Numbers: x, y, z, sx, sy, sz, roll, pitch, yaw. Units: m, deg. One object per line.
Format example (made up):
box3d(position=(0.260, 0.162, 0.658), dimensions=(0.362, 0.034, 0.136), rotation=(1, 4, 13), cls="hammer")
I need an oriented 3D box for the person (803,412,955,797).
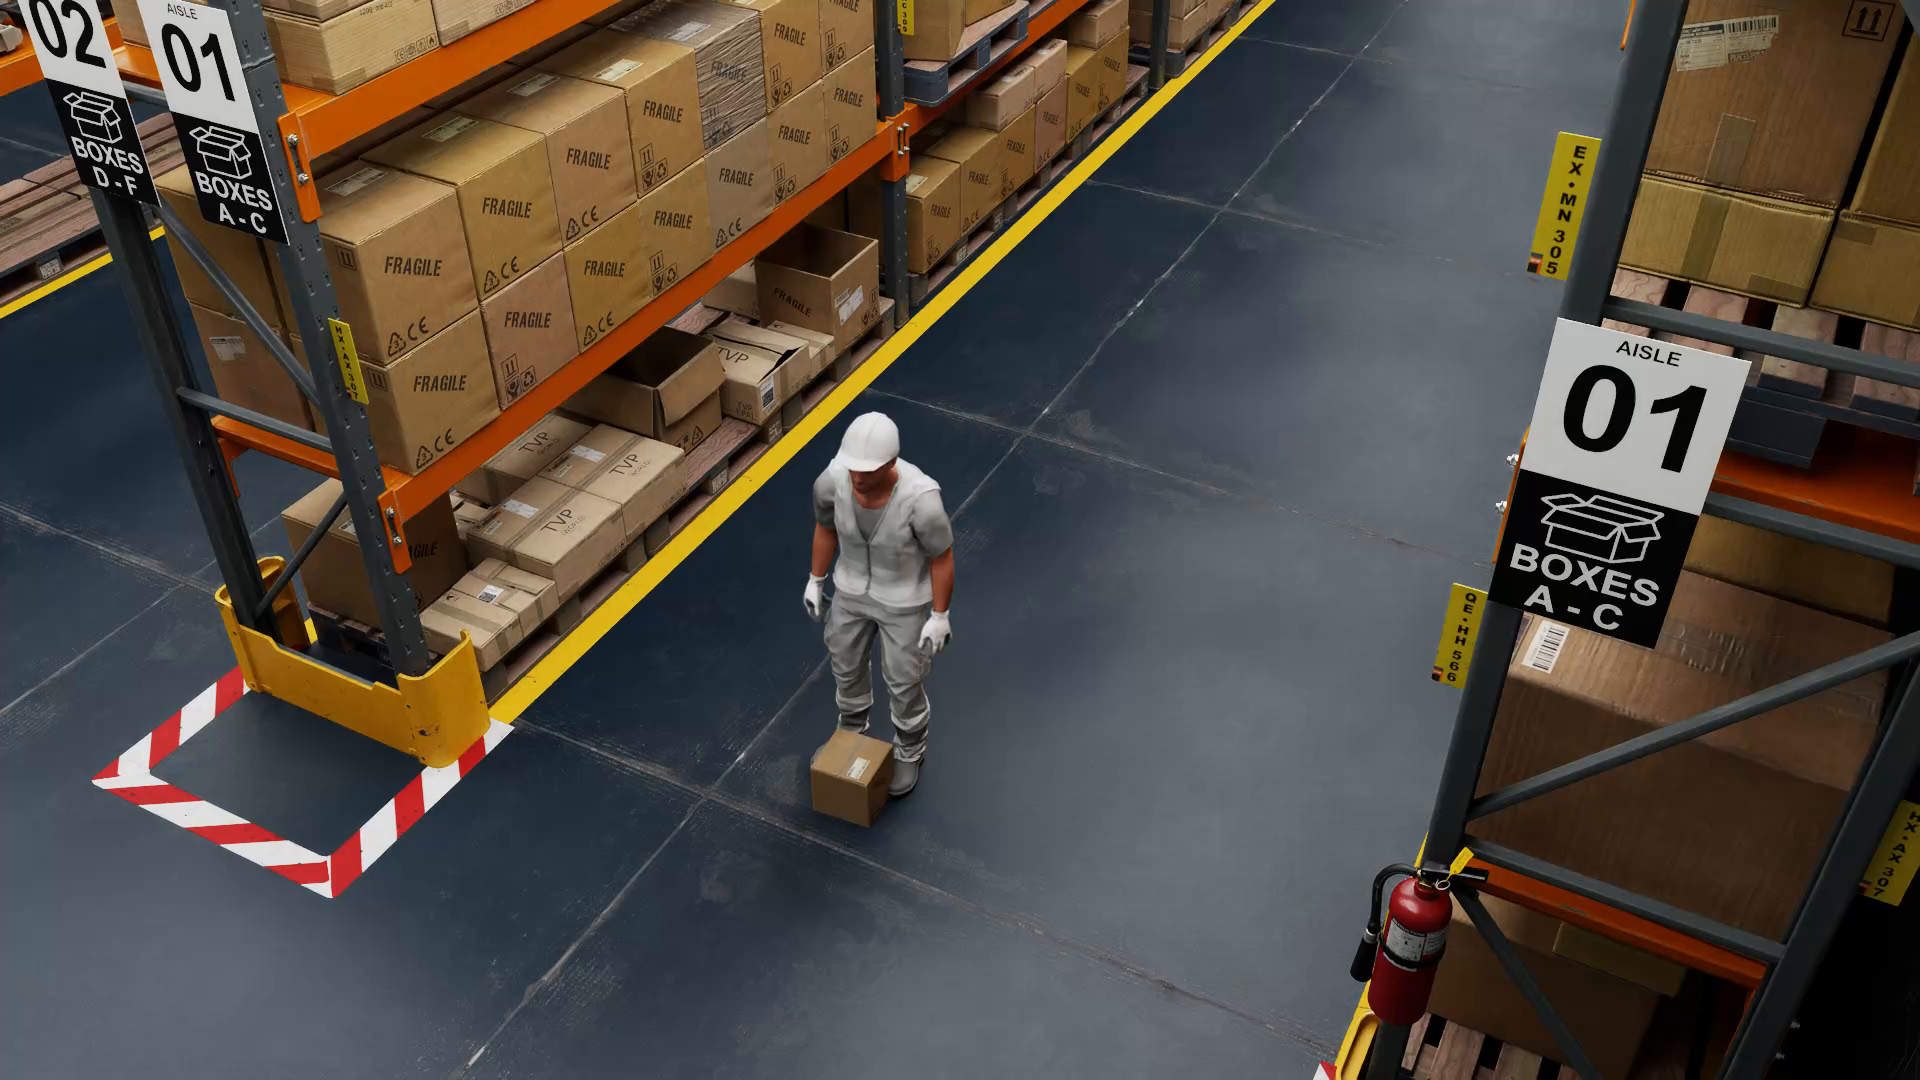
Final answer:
box3d(position=(-0.312, 0.239, 6.426), dimensions=(0.622, 1.781, 0.445), rotation=(16, 40, 19), cls="person")
